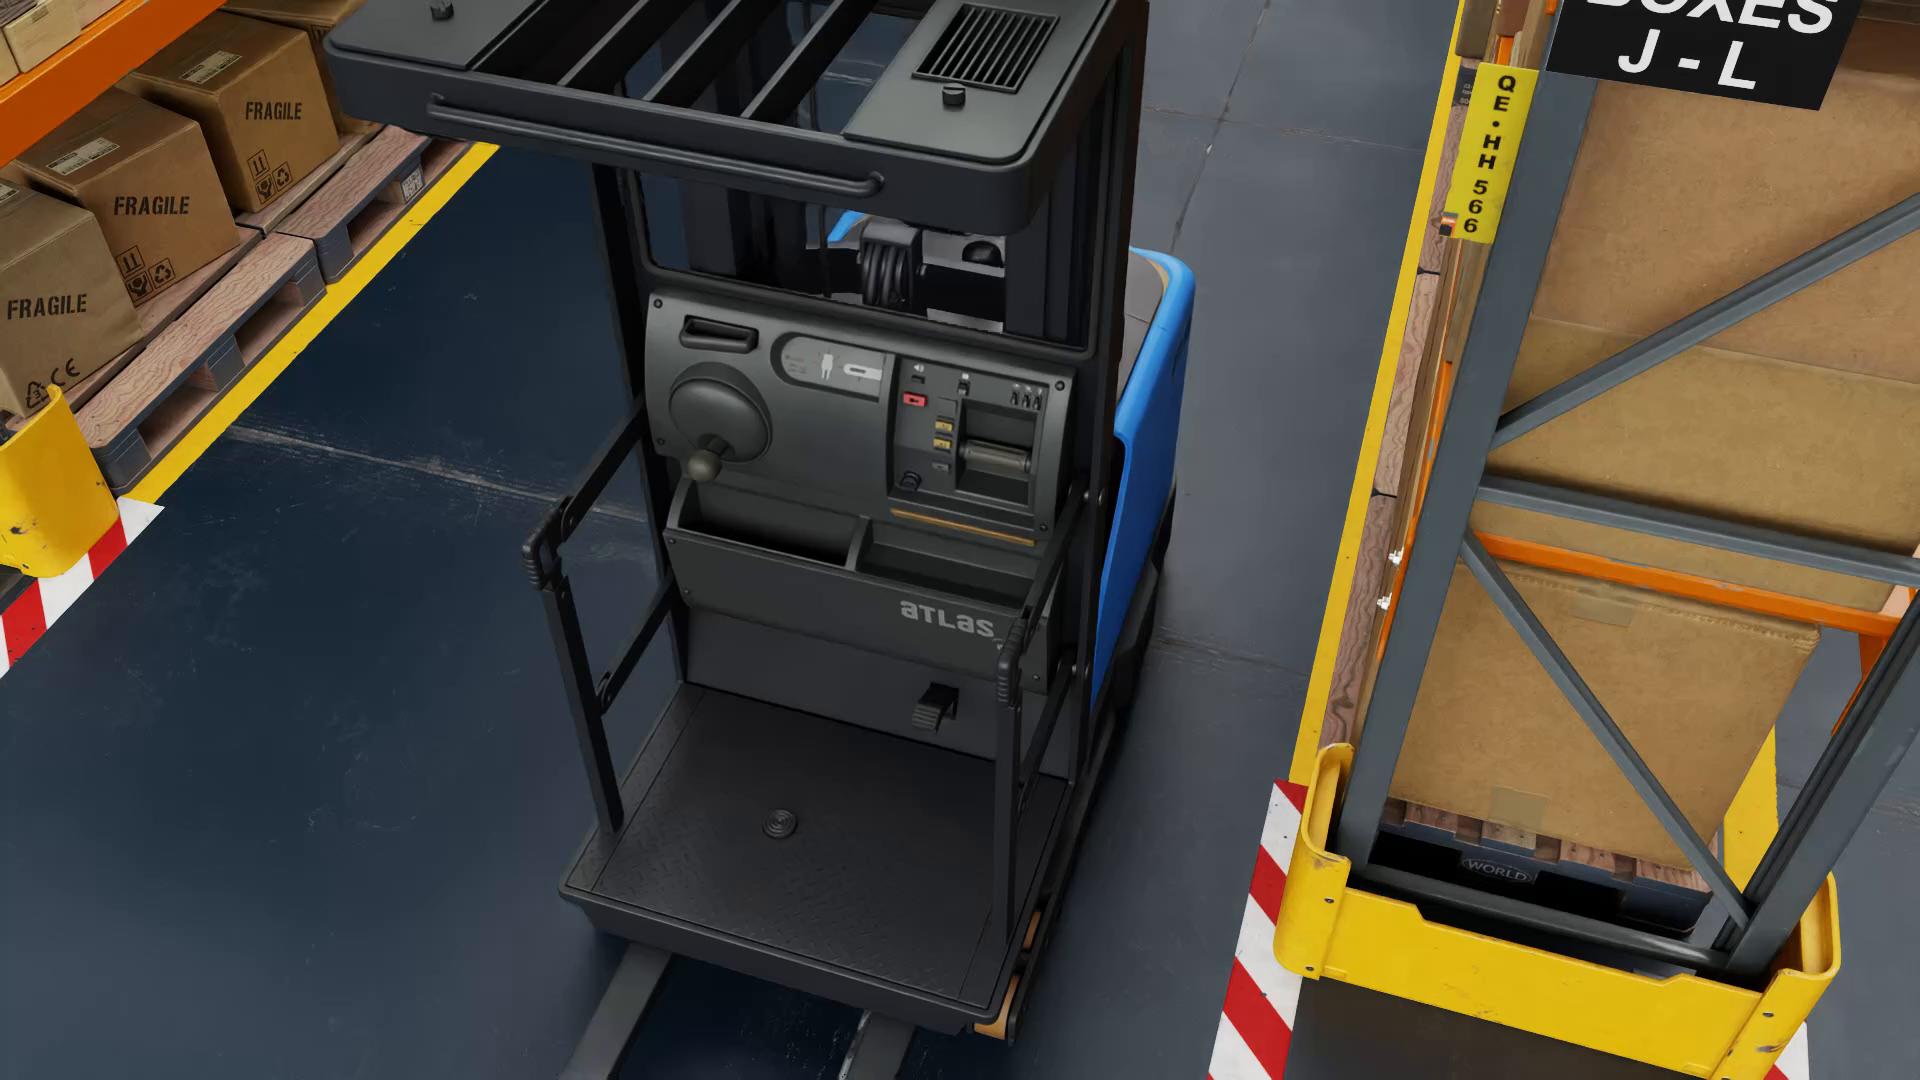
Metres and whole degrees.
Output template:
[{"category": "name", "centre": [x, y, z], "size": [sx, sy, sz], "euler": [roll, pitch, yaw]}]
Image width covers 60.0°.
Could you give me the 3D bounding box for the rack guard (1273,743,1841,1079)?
[{"category": "rack guard", "centre": [1.382, 0.897, 3.976], "size": [1.175, 0.500, 0.348], "euler": [13, 46, 13]}]

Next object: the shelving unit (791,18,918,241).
[{"category": "shelving unit", "centre": [-0.101, -1.133, 5.336], "size": [0.587, 1.500, 1.083], "euler": [13, 46, 13]}]

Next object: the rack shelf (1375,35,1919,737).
[{"category": "rack shelf", "centre": [1.995, -1.089, 4.732], "size": [1.077, 0.370, 4.000], "euler": [13, 46, 13]}]

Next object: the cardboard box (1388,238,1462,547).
[{"category": "cardboard box", "centre": [1.796, -0.456, 4.790], "size": [0.875, 0.875, 0.875], "euler": [12, 46, 12]}]

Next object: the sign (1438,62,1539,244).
[{"category": "sign", "centre": [0.876, -0.635, 2.757], "size": [0.100, 0.325, 0.005], "euler": [13, 46, 13]}]

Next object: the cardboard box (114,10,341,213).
[{"category": "cardboard box", "centre": [-2.746, -1.619, 6.247], "size": [0.500, 0.500, 0.500], "euler": [17, 47, 16]}]

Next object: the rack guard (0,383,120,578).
[{"category": "rack guard", "centre": [-3.284, -0.288, 5.187], "size": [1.175, 0.500, 0.348], "euler": [13, 46, 13]}]

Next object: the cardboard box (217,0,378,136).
[{"category": "cardboard box", "centre": [-2.534, -1.981, 6.617], "size": [0.500, 0.500, 0.500], "euler": [9, 45, 9]}]

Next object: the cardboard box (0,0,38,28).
[{"category": "cardboard box", "centre": [-3.114, -1.633, 4.490], "size": [0.875, 0.500, 0.500], "euler": [13, 46, 13]}]

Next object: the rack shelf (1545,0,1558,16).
[{"category": "rack shelf", "centre": [1.995, -2.161, 3.683], "size": [1.077, 0.370, 4.000], "euler": [13, 46, 13]}]

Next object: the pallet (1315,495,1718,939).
[{"category": "pallet", "centre": [1.557, 0.435, 4.655], "size": [1.003, 0.211, 1.213], "euler": [13, 46, 13]}]

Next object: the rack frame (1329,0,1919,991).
[{"category": "rack frame", "centre": [1.389, -0.013, 3.118], "size": [1.000, 3.000, 0.127], "euler": [13, 46, 13]}]

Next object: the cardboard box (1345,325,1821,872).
[{"category": "cardboard box", "centre": [1.532, 0.131, 4.191], "size": [0.875, 0.875, 0.875], "euler": [13, 46, 13]}]

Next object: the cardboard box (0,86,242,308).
[{"category": "cardboard box", "centre": [-2.954, -1.206, 5.824], "size": [0.500, 0.500, 0.500], "euler": [24, 49, 23]}]

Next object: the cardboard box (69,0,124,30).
[{"category": "cardboard box", "centre": [-2.754, -1.677, 4.999], "size": [0.380, 0.149, 0.250], "euler": [13, 46, 13]}]

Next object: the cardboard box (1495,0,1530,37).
[{"category": "cardboard box", "centre": [2.080, -1.777, 4.815], "size": [0.875, 0.550, 0.550], "euler": [13, 46, 13]}]

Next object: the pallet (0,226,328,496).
[{"category": "pallet", "centre": [-3.004, -0.718, 5.833], "size": [1.003, 0.211, 1.213], "euler": [13, 46, 13]}]

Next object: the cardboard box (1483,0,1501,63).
[{"category": "cardboard box", "centre": [2.343, -1.665, 6.026], "size": [0.875, 0.875, 0.875], "euler": [13, 46, 13]}]

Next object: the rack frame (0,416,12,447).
[{"category": "rack frame", "centre": [-3.307, -1.130, 4.261], "size": [1.000, 3.000, 0.127], "euler": [13, 46, 13]}]

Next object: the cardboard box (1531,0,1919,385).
[{"category": "cardboard box", "centre": [1.539, -0.691, 2.932], "size": [0.875, 0.550, 0.550], "euler": [13, 46, 13]}]

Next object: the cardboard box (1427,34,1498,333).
[{"category": "cardboard box", "centre": [2.074, -1.063, 5.411], "size": [0.875, 0.875, 0.875], "euler": [13, 46, 13]}]

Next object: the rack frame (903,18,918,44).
[{"category": "rack frame", "centre": [0.053, -1.466, 5.675], "size": [0.500, 1.500, 0.032], "euler": [13, 46, 13]}]

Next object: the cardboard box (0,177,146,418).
[{"category": "cardboard box", "centre": [-3.102, -0.800, 5.410], "size": [0.500, 0.500, 0.500], "euler": [21, 48, 20]}]

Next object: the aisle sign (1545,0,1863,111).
[{"category": "aisle sign", "centre": [1.082, -0.958, 2.226], "size": [0.394, 0.787, 0.004], "euler": [13, 46, 13]}]

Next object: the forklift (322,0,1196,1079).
[{"category": "forklift", "centre": [-0.291, -0.171, 3.329], "size": [1.130, 2.935, 3.031], "euler": [13, 46, 13]}]

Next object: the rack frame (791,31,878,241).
[{"category": "rack frame", "centre": [-0.260, -0.789, 4.984], "size": [0.500, 1.500, 0.032], "euler": [13, 46, 13]}]

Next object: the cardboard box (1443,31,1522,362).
[{"category": "cardboard box", "centre": [1.604, -0.694, 3.708], "size": [0.875, 0.550, 0.550], "euler": [13, 46, 13]}]

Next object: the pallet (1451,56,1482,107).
[{"category": "pallet", "centre": [2.762, -2.212, 7.360], "size": [1.003, 0.211, 1.213], "euler": [13, 46, 13]}]

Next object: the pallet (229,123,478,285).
[{"category": "pallet", "centre": [-2.633, -1.529, 6.662], "size": [1.003, 0.211, 1.213], "euler": [13, 46, 13]}]

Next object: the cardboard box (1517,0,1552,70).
[{"category": "cardboard box", "centre": [1.617, -1.077, 3.327], "size": [0.875, 0.550, 0.550], "euler": [13, 46, 13]}]

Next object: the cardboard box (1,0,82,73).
[{"category": "cardboard box", "centre": [-2.810, -1.506, 4.824], "size": [0.380, 0.149, 0.250], "euler": [13, 46, 13]}]

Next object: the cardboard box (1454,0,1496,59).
[{"category": "cardboard box", "centre": [2.703, -2.458, 6.925], "size": [1.050, 0.750, 0.750], "euler": [12, 46, 12]}]

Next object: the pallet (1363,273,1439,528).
[{"category": "pallet", "centre": [1.928, -0.376, 5.483], "size": [1.003, 0.211, 1.213], "euler": [13, 46, 13]}]

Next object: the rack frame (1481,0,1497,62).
[{"category": "rack frame", "centre": [2.601, -2.679, 5.843], "size": [1.000, 3.000, 0.127], "euler": [13, 46, 13]}]

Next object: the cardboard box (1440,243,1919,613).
[{"category": "cardboard box", "centre": [1.458, -0.323, 3.328], "size": [0.875, 0.550, 0.550], "euler": [13, 46, 13]}]

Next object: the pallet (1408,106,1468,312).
[{"category": "pallet", "centre": [2.296, -1.192, 6.317], "size": [1.003, 0.211, 1.213], "euler": [13, 46, 13]}]

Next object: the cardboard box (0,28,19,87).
[{"category": "cardboard box", "centre": [-2.900, -1.343, 4.657], "size": [0.380, 0.149, 0.250], "euler": [13, 46, 13]}]
